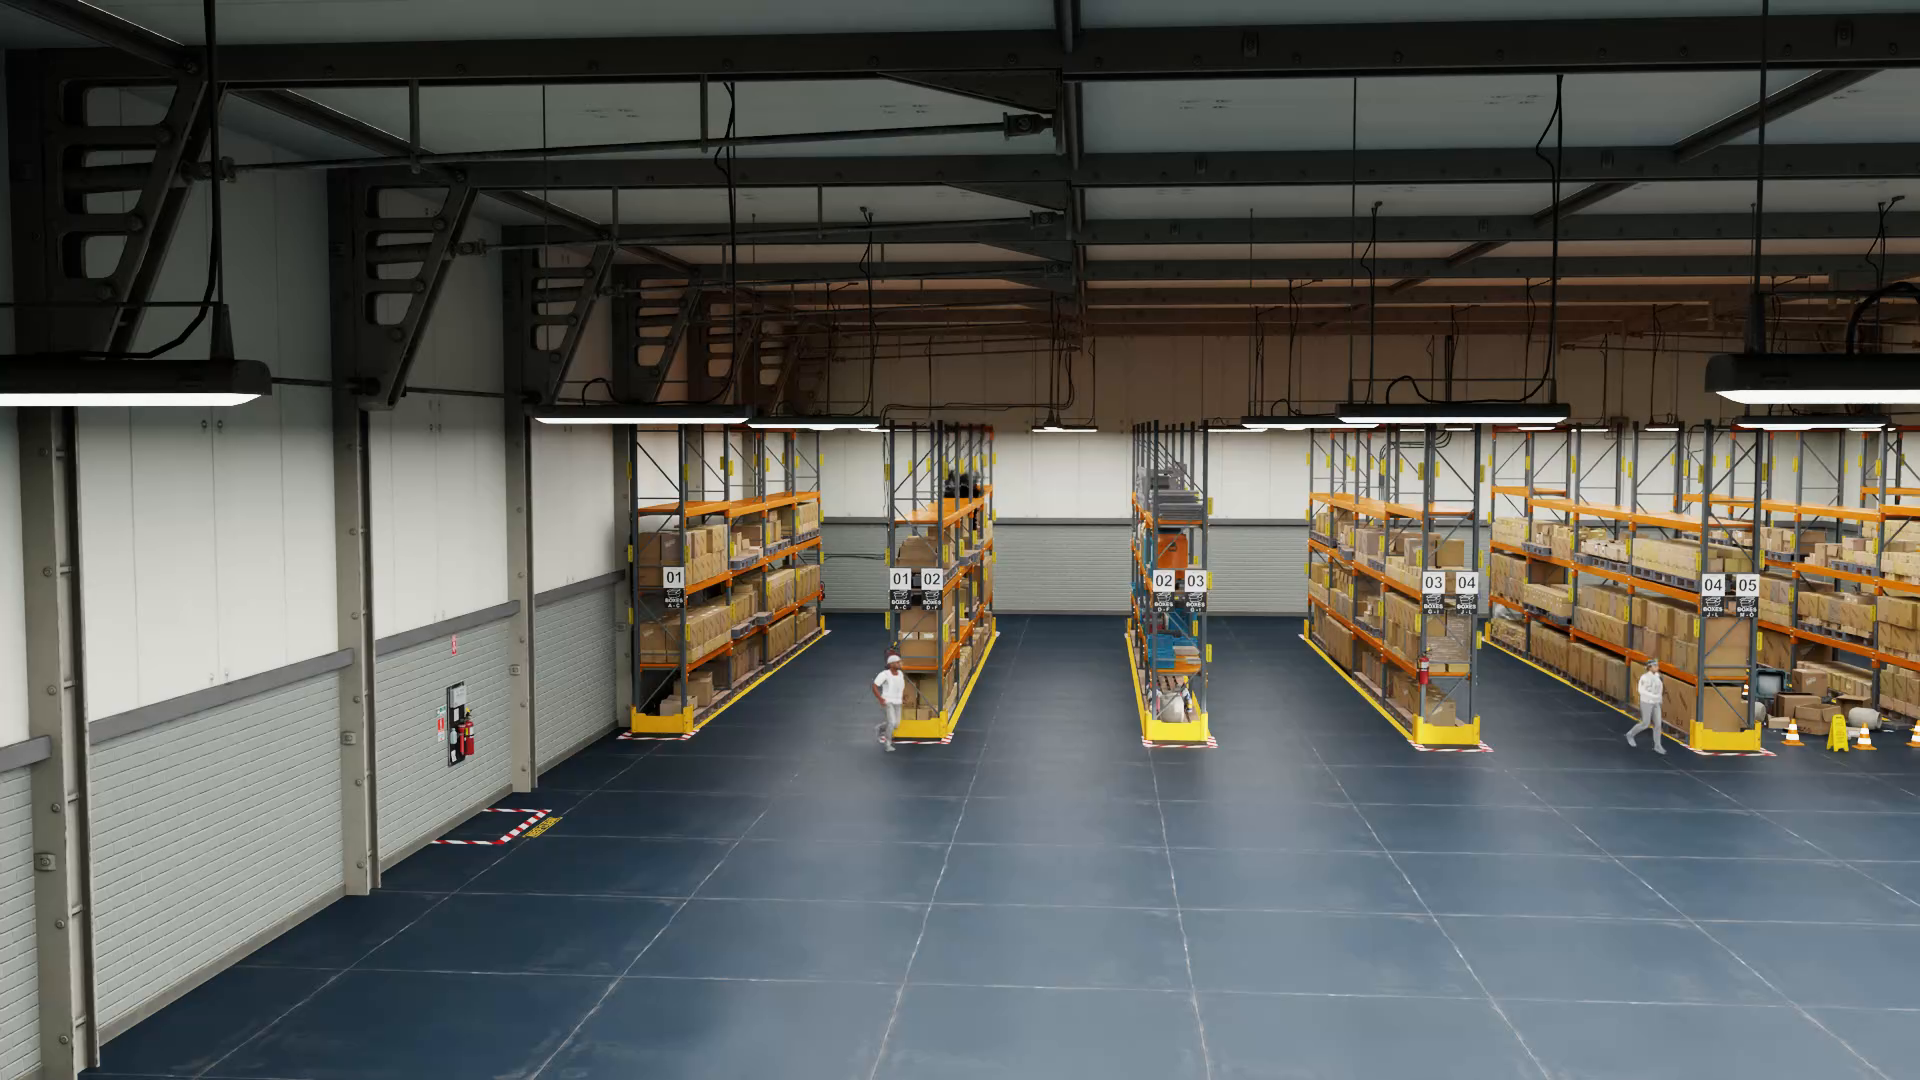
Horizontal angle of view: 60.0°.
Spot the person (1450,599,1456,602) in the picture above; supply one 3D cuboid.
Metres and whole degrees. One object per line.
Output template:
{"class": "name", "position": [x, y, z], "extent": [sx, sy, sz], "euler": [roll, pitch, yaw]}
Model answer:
{"class": "person", "position": [14.142, 1.944, 47.352], "extent": [0.549, 1.597, 0.619], "euler": [-1, 4, -13]}

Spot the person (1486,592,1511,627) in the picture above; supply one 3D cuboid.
{"class": "person", "position": [15.594, 1.796, 47.995], "extent": [1.006, 1.779, 0.669], "euler": [-1, 4, -19]}

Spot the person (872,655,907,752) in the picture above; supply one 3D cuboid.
{"class": "person", "position": [-1.272, 2.956, 30.288], "extent": [0.742, 1.700, 0.695], "euler": [-3, 5, -44]}

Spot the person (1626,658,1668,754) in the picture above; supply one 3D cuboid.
{"class": "person", "position": [12.483, 2.975, 30.122], "extent": [0.638, 1.711, 0.814], "euler": [-2, 4, -29]}
